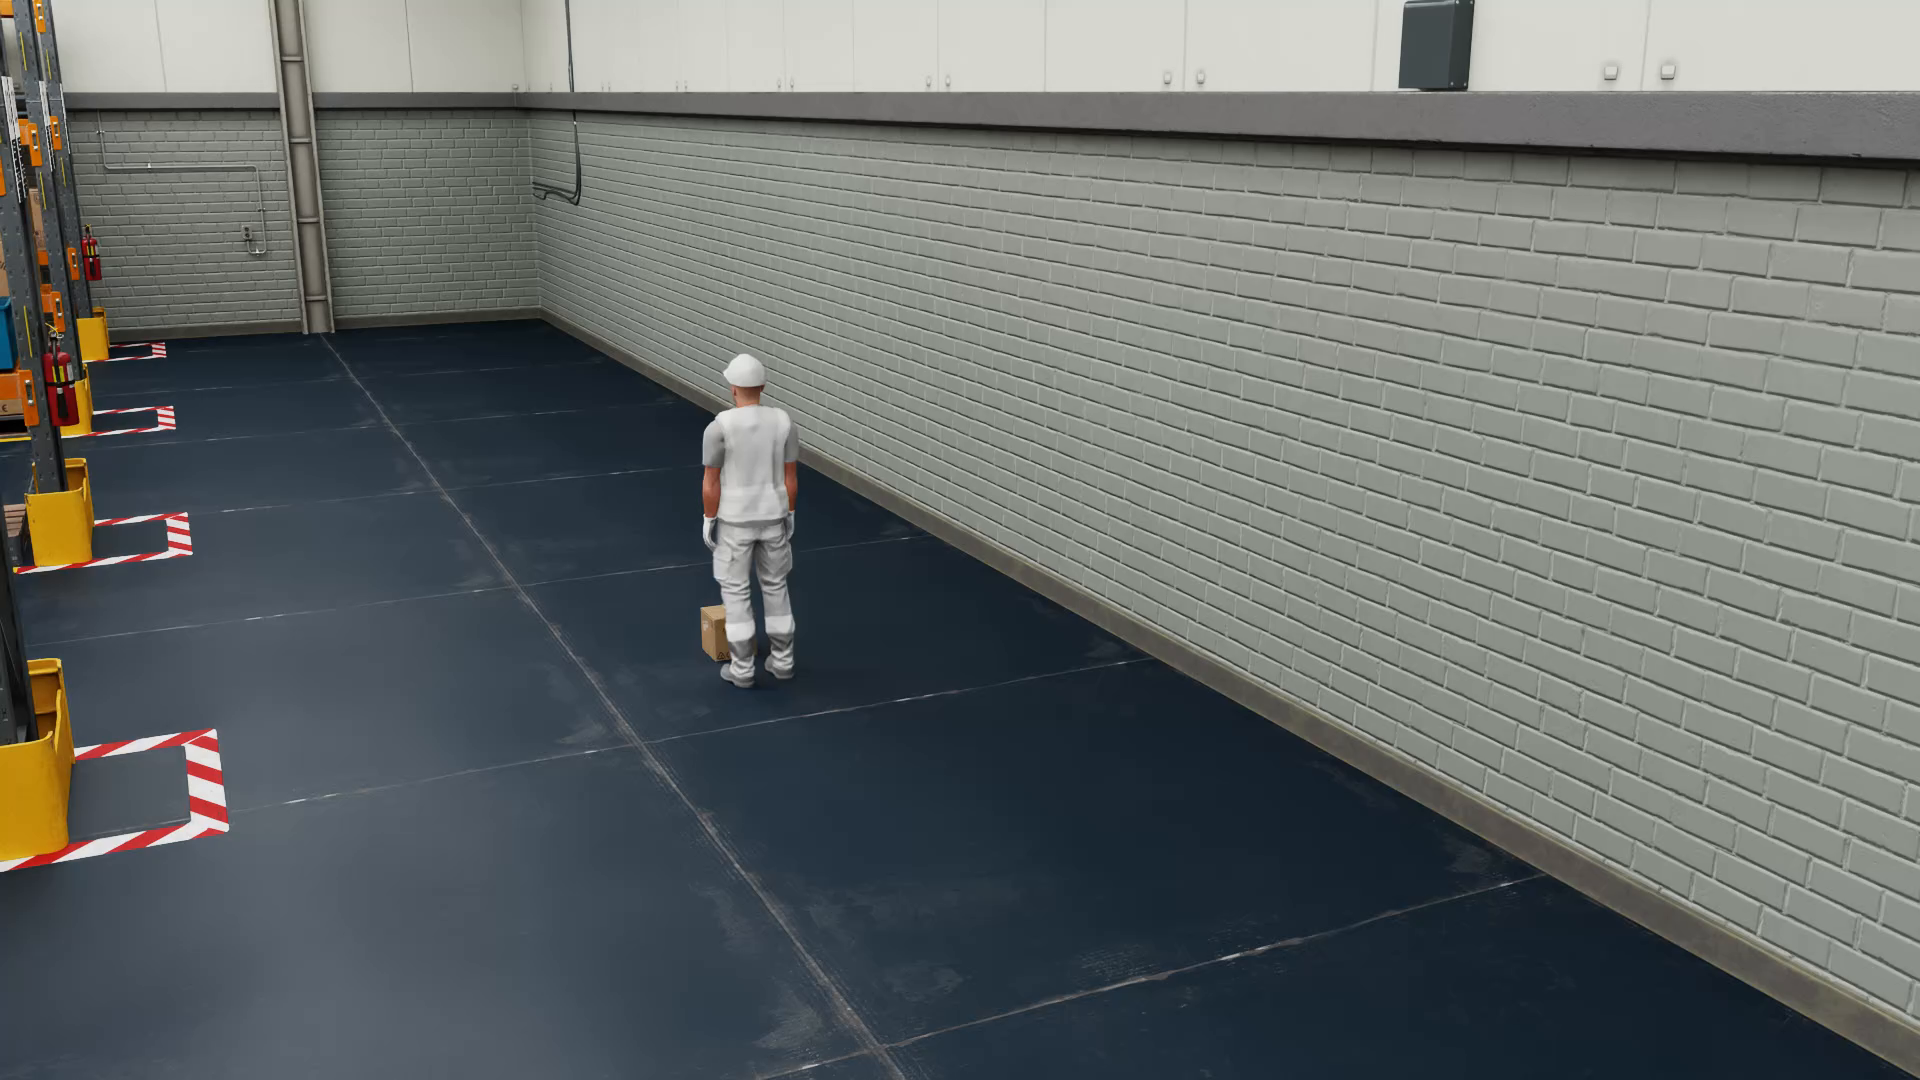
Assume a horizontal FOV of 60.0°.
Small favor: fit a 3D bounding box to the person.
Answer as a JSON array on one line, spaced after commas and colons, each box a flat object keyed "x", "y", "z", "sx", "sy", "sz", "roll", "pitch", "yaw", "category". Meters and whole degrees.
[{"x": -1.119, "y": -0.106, "z": 8.870, "sx": 0.524, "sy": 1.786, "sz": 0.348, "roll": -7, "pitch": 16, "yaw": -24, "category": "person"}]
